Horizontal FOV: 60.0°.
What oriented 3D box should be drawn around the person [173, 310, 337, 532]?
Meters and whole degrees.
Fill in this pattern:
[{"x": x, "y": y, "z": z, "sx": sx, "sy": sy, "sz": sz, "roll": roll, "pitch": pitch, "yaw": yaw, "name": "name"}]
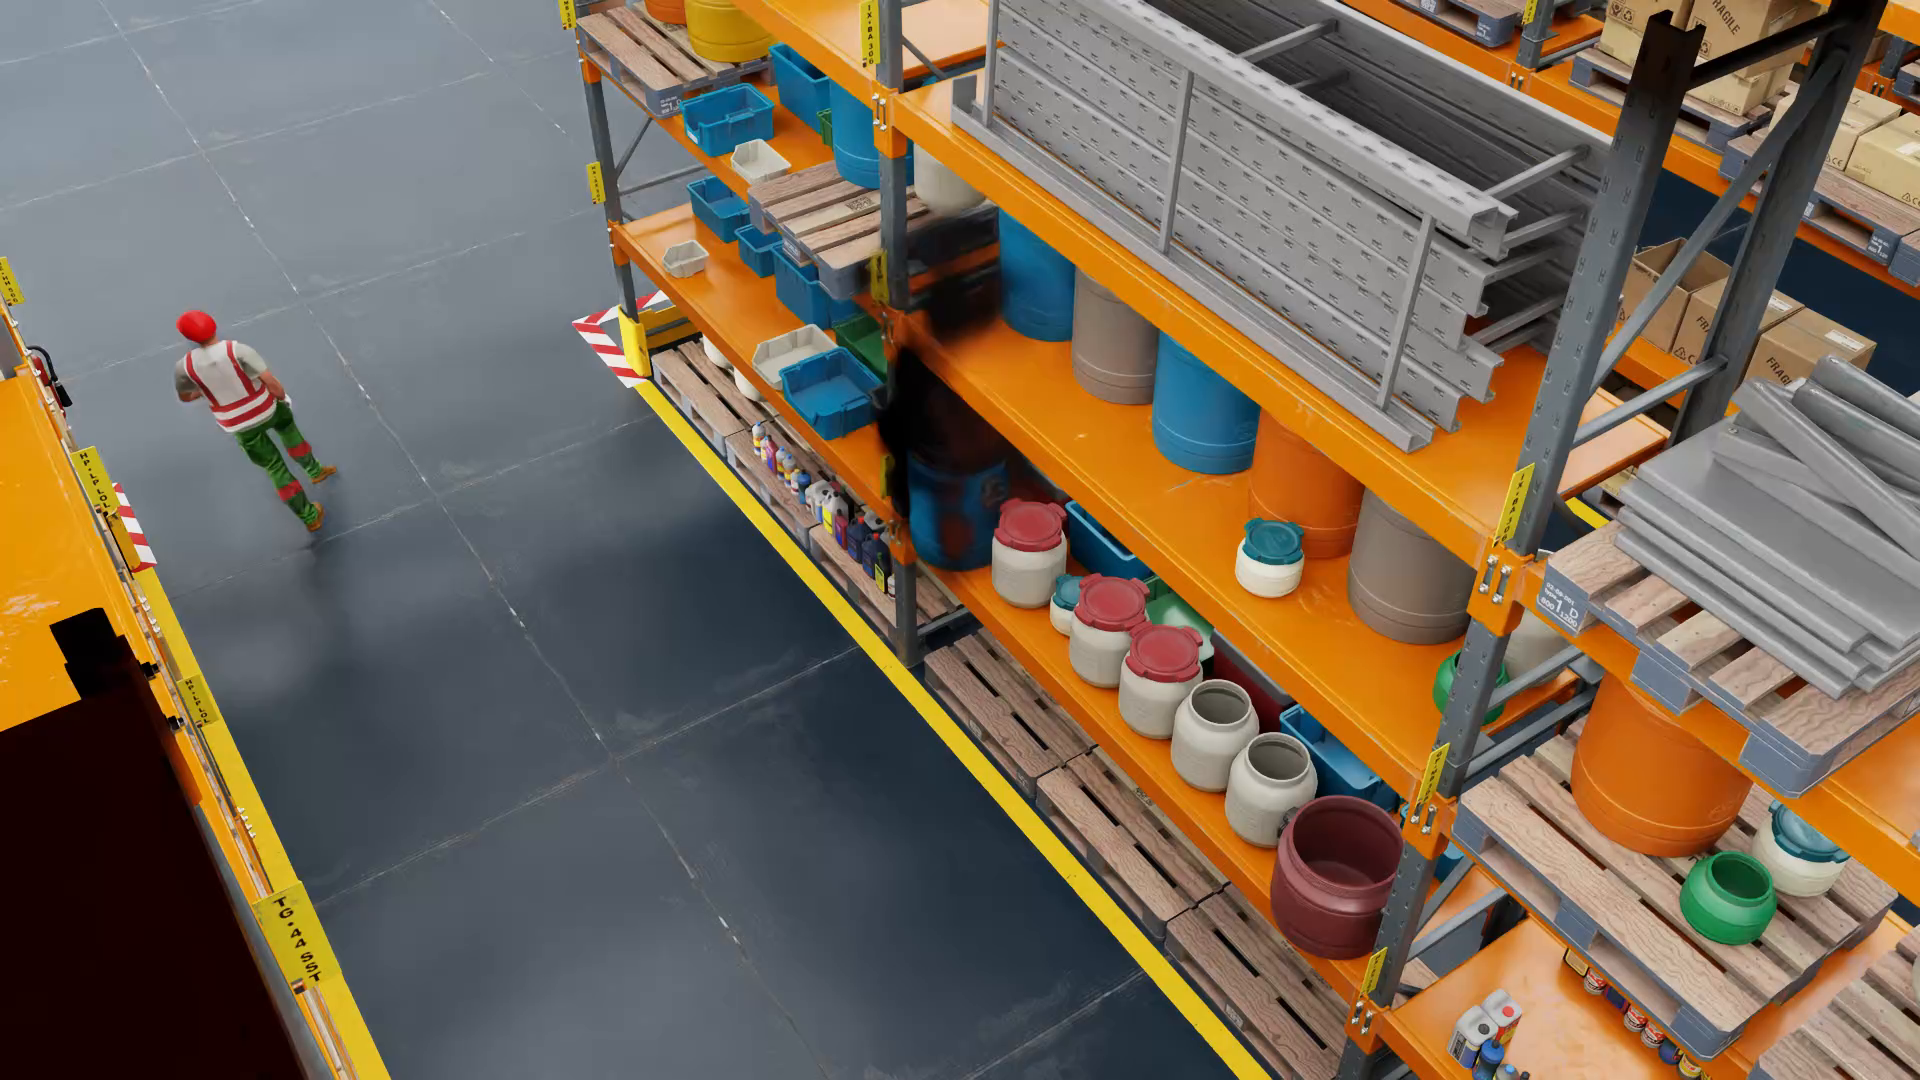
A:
[{"x": -4.809, "y": -0.828, "z": 11.355, "sx": 0.821, "sy": 1.729, "sz": 0.744, "roll": -21, "pitch": 46, "yaw": -21, "name": "person"}]
